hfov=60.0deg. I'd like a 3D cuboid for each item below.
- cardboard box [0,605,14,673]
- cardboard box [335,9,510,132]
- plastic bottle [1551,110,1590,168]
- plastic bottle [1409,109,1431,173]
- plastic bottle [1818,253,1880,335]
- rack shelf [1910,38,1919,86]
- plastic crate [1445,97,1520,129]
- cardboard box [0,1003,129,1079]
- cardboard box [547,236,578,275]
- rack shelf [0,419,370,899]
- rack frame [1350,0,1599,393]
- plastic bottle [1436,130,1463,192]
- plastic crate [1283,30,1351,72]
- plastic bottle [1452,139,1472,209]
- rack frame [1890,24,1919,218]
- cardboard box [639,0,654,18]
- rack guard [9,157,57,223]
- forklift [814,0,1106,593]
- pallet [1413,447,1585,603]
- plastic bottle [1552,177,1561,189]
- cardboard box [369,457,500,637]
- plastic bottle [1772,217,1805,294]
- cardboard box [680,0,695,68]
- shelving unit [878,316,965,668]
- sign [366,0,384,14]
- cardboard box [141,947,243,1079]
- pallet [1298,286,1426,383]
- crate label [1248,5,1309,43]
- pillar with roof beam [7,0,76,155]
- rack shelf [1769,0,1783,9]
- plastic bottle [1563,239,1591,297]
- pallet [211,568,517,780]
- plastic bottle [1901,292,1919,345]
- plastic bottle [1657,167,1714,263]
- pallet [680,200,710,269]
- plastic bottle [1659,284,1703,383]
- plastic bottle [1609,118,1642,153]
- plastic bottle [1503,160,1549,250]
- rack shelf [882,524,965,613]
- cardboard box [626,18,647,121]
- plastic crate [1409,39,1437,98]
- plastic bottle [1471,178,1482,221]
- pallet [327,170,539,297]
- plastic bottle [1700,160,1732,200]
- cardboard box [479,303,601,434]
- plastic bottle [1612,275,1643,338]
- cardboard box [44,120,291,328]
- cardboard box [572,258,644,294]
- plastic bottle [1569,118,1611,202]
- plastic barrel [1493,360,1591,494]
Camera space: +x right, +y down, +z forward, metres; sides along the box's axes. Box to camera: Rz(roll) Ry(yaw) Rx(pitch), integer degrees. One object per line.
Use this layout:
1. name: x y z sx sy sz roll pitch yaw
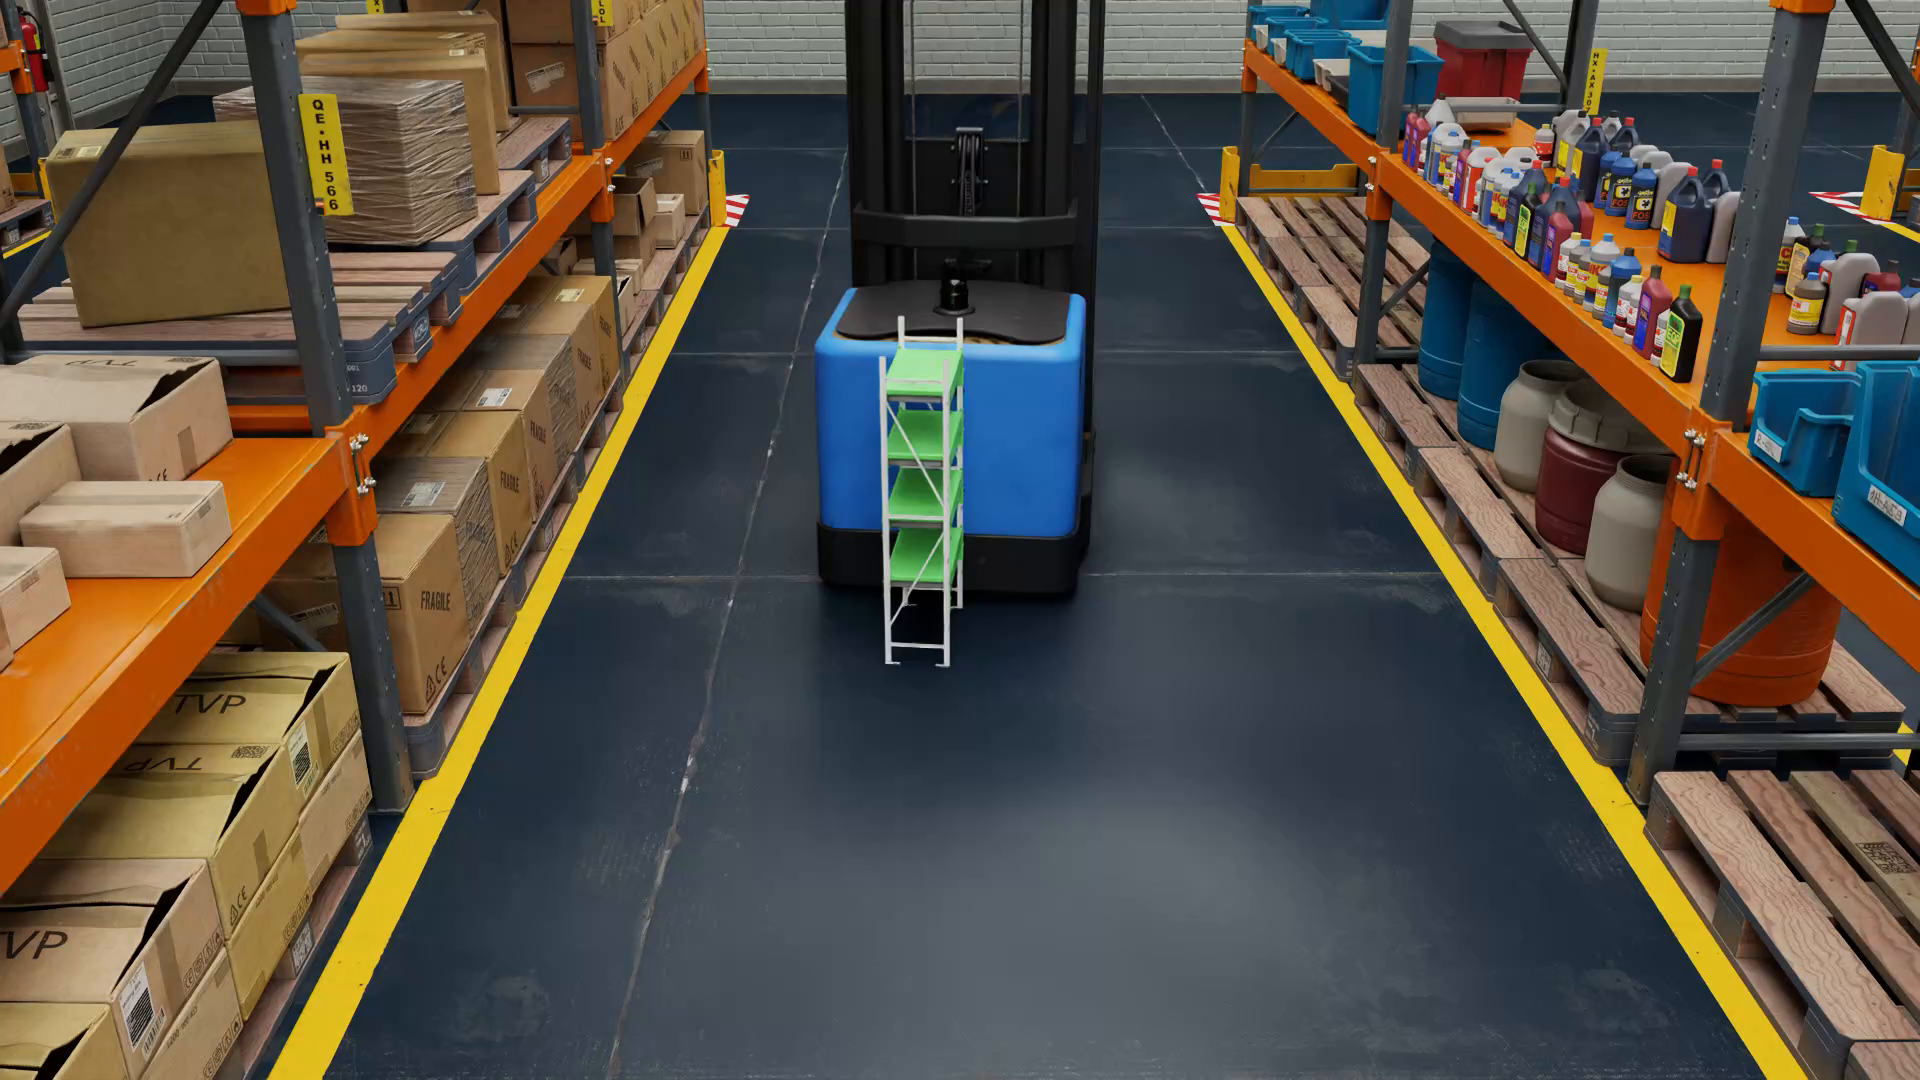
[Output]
1. cardboard box: -2.239 0.135 3.190 0.500 0.500 0.500 -2 24 -3
2. cardboard box: -2.536 -2.200 7.843 0.700 0.500 0.500 -9 26 -18
3. plastic bottle: 2.964 -1.962 8.099 0.152 0.276 0.135 0 24 -1
4. plastic bottle: 2.215 -1.919 7.994 0.061 0.283 0.133 0 24 -1
5. plastic bottle: 2.993 -0.845 5.630 0.152 0.276 0.135 0 24 -1
6. rack shelf: 7.567 -2.698 10.449 1.077 0.370 4.000 0 24 -1
7. plastic crate: 2.774 -2.279 8.897 0.396 0.136 0.243 0 24 -1
8. cardboard box: -2.003 1.138 3.239 0.500 0.311 0.500 0 24 1
9. cardboard box: -2.615 -1.677 10.047 0.500 0.311 0.500 0 24 -1
10. rack shelf: -2.252 0.641 3.066 1.077 0.370 4.000 0 24 -1
11. rack frame: 2.636 -2.180 8.430 1.000 3.000 0.127 0 24 -1
12. plastic bottle: 2.238 -1.730 7.591 0.097 0.271 0.097 0 24 0
13. plastic crate: 2.280 -3.133 10.668 0.416 0.233 0.300 0 24 -1
14. plastic bottle: 2.223 -1.608 7.306 0.061 0.283 0.133 0 24 -1
15. rack frame: 7.545 -3.850 12.123 1.000 3.000 0.127 0 24 -1
16. cardboard box: -2.052 -3.280 9.528 0.500 0.500 0.500 -1 24 -2
17. rack guard: -7.314 -2.655 12.513 1.175 0.500 0.348 0 24 -1
18. forklift: 0.088 -1.695 7.441 1.130 2.935 3.031 2 24 5
19. pallet: 2.619 -0.087 7.187 1.003 0.211 1.213 0 24 -1
20. plastic bottle: 2.393 -1.324 6.694 0.097 0.271 0.097 0 24 0
21. cardboard box: -2.004 0.023 6.058 0.500 0.500 0.500 -1 24 -2
22. plastic bottle: 3.015 -1.041 6.069 0.097 0.271 0.097 0 24 0
23. cardboard box: -2.074 -3.456 11.130 0.500 0.500 0.500 0 24 0
24. shelving unit: -0.134 -0.178 6.189 0.258 1.200 0.503 2 24 5
25. sign: -2.860 -2.548 8.193 0.100 0.325 0.005 0 24 -1
26. cardboard box: -2.012 1.186 3.815 0.500 0.250 0.500 0 24 1
27. pallet: 2.589 -1.212 9.674 1.003 0.211 1.213 0 24 -1
28. crate label: 2.266 -3.676 11.868 0.416 0.233 0.303 0 24 -1
29. pillar with roof beam: -3.904 -7.645 13.233 9.100 9.000 0.400 0 24 -1
30. rack shelf: 2.658 -2.395 6.138 1.077 0.370 4.000 0 24 -1
31. plastic bottle: 2.257 -0.989 6.038 0.097 0.201 0.097 0 24 0
32. pallet: -2.244 0.452 5.995 1.003 0.211 1.213 0 24 -1
33. plastic bottle: 2.998 -0.655 5.208 0.152 0.276 0.135 0 24 -1
34. plastic bottle: 2.835 -1.270 6.478 0.144 0.351 0.185 0 24 -1
35. pallet: -2.350 -2.177 11.807 1.003 0.211 1.213 0 24 -1
36. plastic bottle: 2.249 -0.643 5.174 0.061 0.283 0.133 0 24 -1
37. plastic bottle: 2.975 -1.704 7.437 0.144 0.351 0.185 0 24 -1
38. plastic bottle: 2.273 -1.342 6.636 0.144 0.351 0.185 0 24 -1
39. rack shelf: -0.134 0.098 6.314 0.258 0.148 0.480 2 24 5
40. cardboard box: -2.059 -2.627 9.297 0.500 0.500 0.500 0 24 0
41. plastic crate: 2.804 -2.783 9.835 0.437 0.282 0.530 0 24 -1
42. plastic bottle: 2.244 -1.467 7.096 0.097 0.201 0.097 0 24 0
43. pallet: -2.299 -1.225 6.551 1.003 0.211 1.213 0 24 -1
44. plastic bottle: 2.985 -1.326 6.602 0.144 0.351 0.185 0 24 -1
45. cardboard box: -2.028 -0.815 7.911 0.500 0.500 0.500 0 24 0
46. plastic bottle: 2.262 -0.789 5.595 0.097 0.201 0.097 0 24 0
47. cardboard box: -2.393 -1.007 5.205 0.700 0.500 0.500 -9 26 -18
48. cardboard box: -2.125 -1.599 10.050 0.380 0.166 0.250 0 24 -1
49. plastic bottle: 2.831 -1.703 7.436 0.144 0.351 0.185 0 24 -1
50. plastic barrel: 2.549 -0.489 7.199 0.421 0.512 0.421 0 24 0
